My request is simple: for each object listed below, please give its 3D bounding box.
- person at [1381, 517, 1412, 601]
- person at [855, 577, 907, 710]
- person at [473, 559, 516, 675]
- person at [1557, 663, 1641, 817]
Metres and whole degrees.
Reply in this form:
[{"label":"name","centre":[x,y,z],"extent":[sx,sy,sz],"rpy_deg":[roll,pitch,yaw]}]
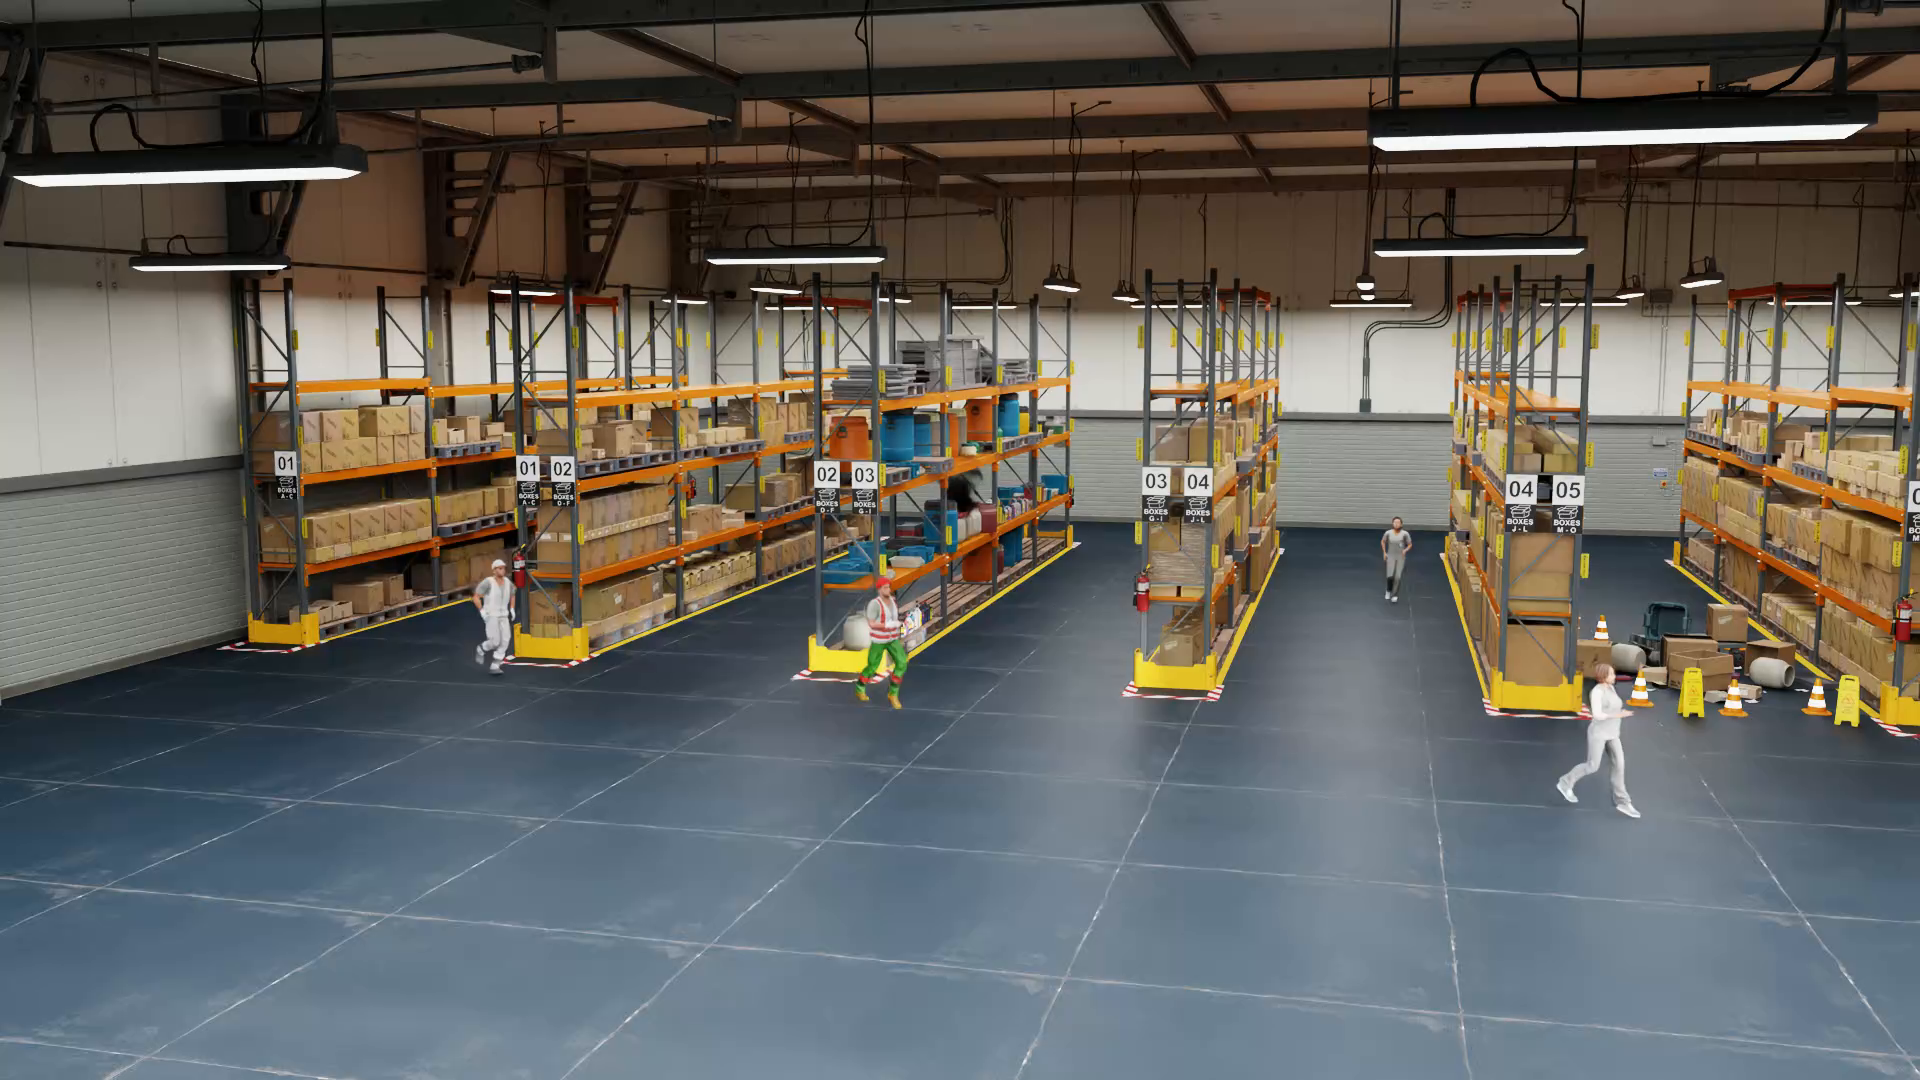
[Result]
[{"label":"person","centre":[8.347,0.374,31.816],"extent":[0.574,1.641,0.584],"rpy_deg":[2,7,14]},{"label":"person","centre":[-1.043,1.398,22.735],"extent":[0.676,1.818,0.908],"rpy_deg":[-6,9,-41]},{"label":"person","centre":[-7.027,1.148,25.103],"extent":[0.590,1.741,0.674],"rpy_deg":[5,9,37]},{"label":"person","centre":[6.799,2.085,17.608],"extent":[0.534,1.594,0.877],"rpy_deg":[-6,9,-42]}]
